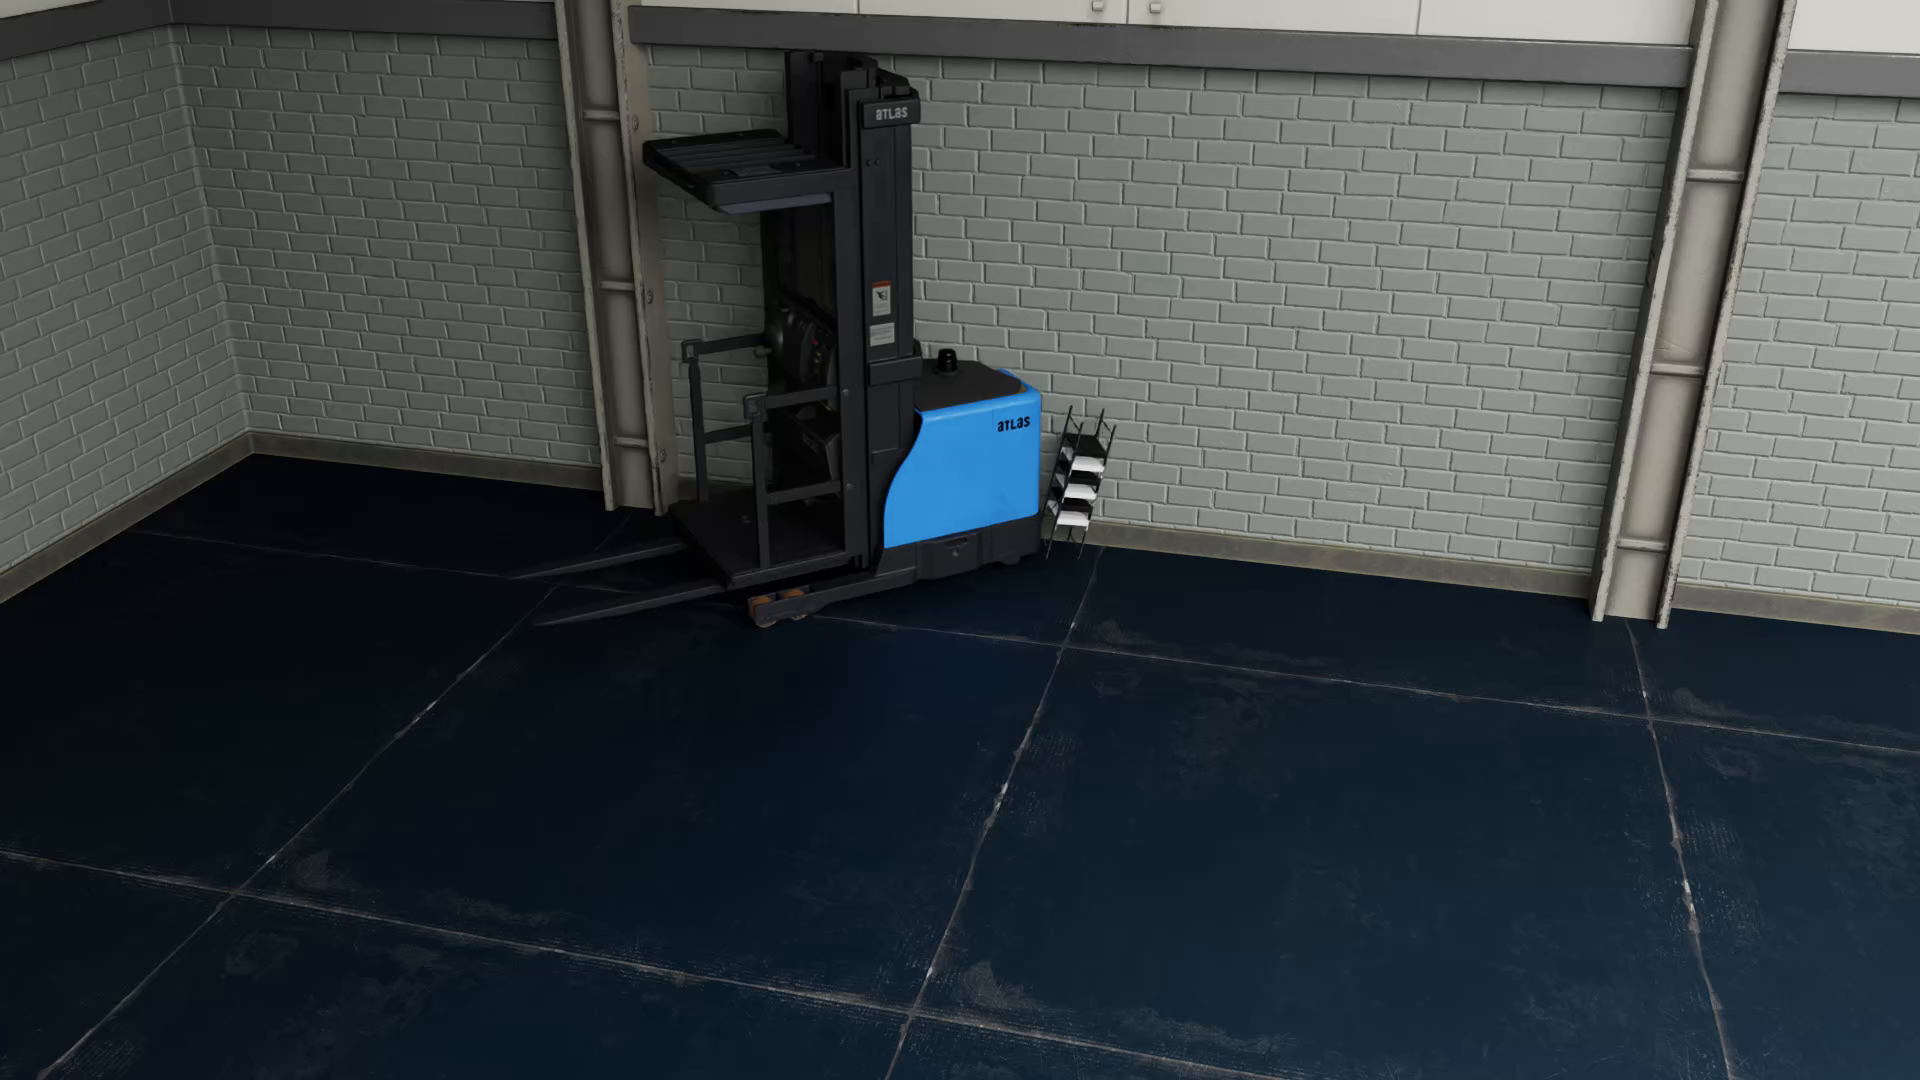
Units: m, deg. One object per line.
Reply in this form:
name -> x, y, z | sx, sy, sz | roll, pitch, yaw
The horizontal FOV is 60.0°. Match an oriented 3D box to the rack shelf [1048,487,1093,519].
rack shelf -> 0.655, -0.225, 9.905 | 0.200, 0.077, 0.258 | 4, 28, -18

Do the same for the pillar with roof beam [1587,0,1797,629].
pillar with roof beam -> 2.693, -1.864, 3.697 | 0.400, 9.000, 9.100 | 6, 26, 13

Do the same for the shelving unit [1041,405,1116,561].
shelving unit -> 0.681, -0.333, 9.850 | 0.210, 0.900, 0.258 | 4, 28, -18

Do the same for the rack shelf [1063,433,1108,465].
rack shelf -> 0.730, -0.539, 9.744 | 0.200, 0.077, 0.258 | 4, 28, -18

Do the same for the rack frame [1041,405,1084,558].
rack frame -> 0.584, -0.340, 9.818 | 0.006, 0.900, 0.240 | 4, 28, -18

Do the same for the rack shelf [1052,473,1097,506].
rack shelf -> 0.674, -0.304, 9.864 | 0.200, 0.077, 0.258 | 4, 28, -18

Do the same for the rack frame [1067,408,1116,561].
rack frame -> 0.777, -0.325, 9.881 | 0.006, 0.900, 0.240 | 4, 28, -18

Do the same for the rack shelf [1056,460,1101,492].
rack shelf -> 0.693, -0.382, 9.824 | 0.200, 0.077, 0.258 | 4, 28, -18

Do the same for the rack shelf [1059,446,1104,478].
rack shelf -> 0.711, -0.460, 9.784 | 0.200, 0.077, 0.258 | 4, 28, -18

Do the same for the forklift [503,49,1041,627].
forklift -> -1.066, -1.098, 9.147 | 3.031, 2.935, 1.130 | -13, 28, -25

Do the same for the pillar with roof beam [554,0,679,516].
pillar with roof beam -> -3.118, -2.506, 5.046 | 0.400, 9.000, 9.100 | 6, 26, 13

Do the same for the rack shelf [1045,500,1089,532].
rack shelf -> 0.636, -0.147, 9.945 | 0.200, 0.077, 0.258 | 4, 28, -18
